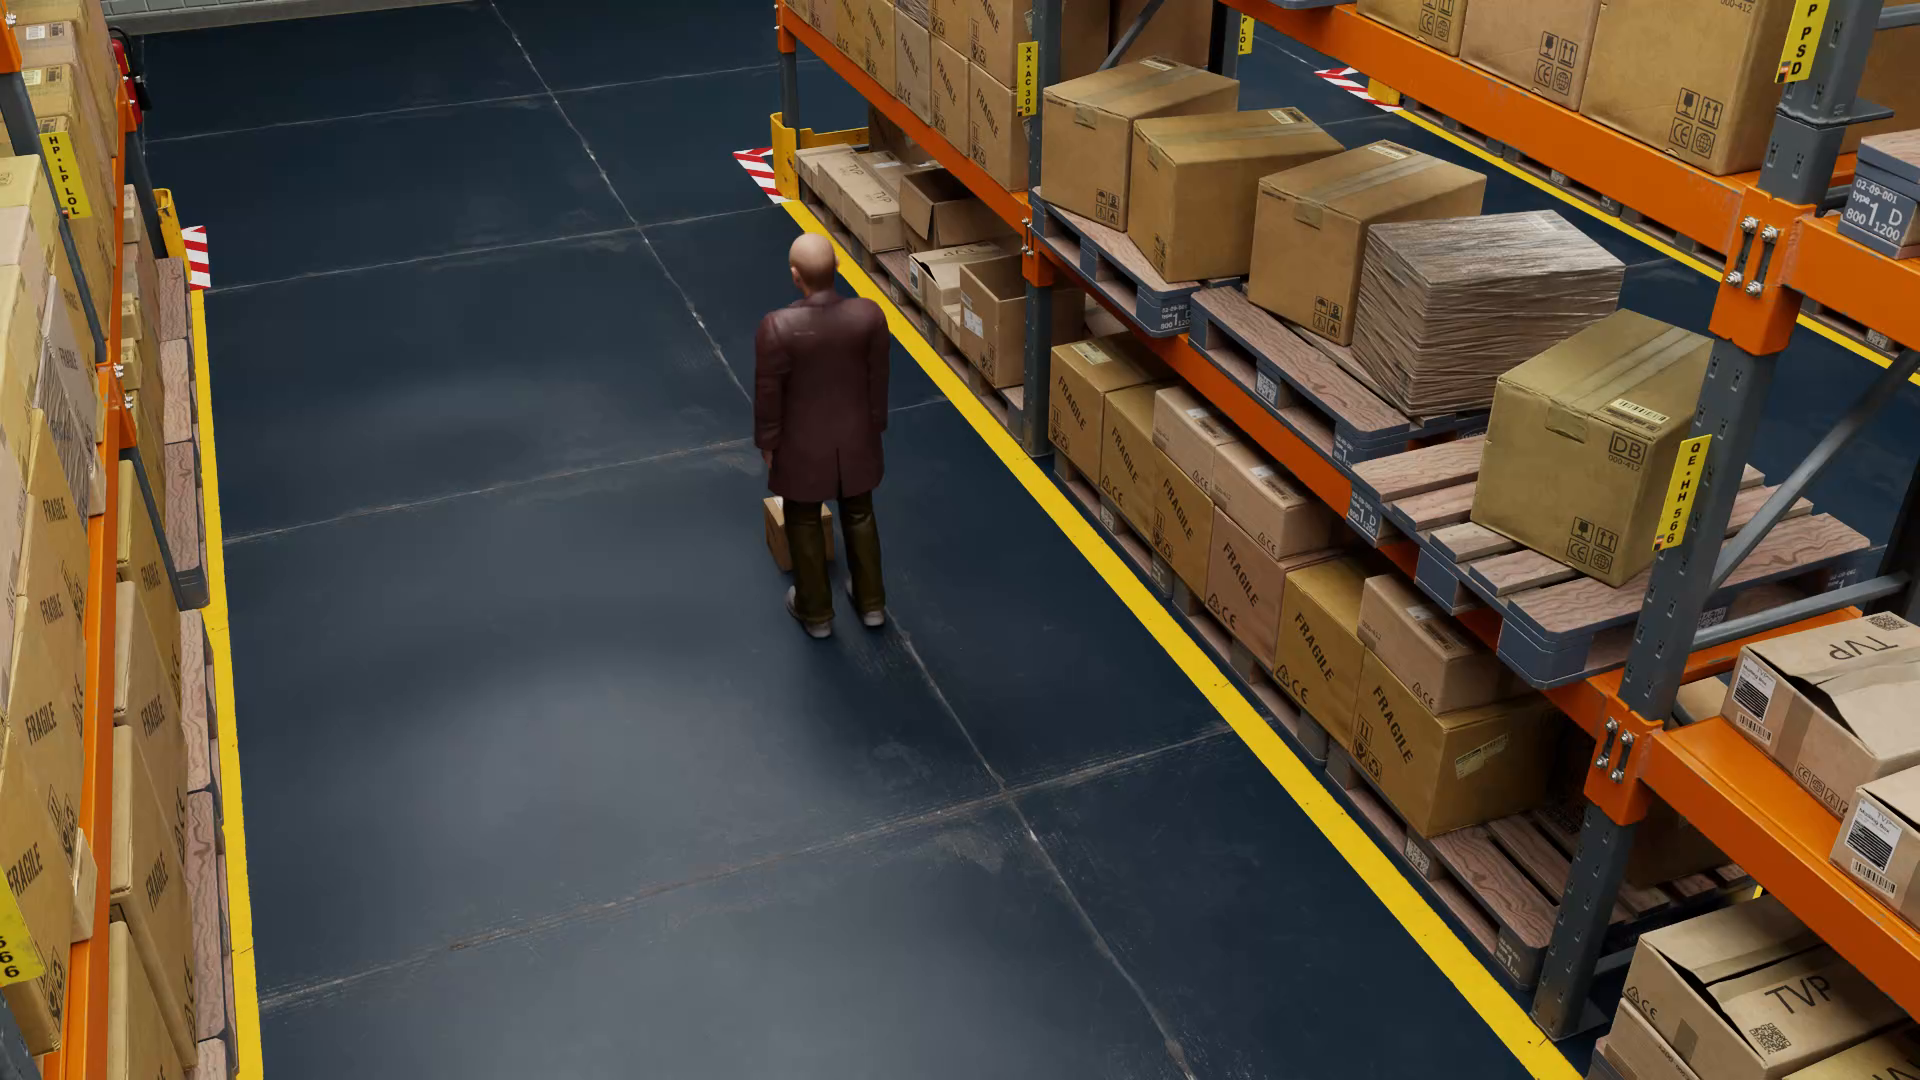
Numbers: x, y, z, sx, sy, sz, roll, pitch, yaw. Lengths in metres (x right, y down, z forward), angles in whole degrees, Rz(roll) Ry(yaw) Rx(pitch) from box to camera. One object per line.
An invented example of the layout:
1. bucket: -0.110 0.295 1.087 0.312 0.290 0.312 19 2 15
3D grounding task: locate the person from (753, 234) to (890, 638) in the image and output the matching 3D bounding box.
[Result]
1. person: -0.568 -0.419 6.811 0.562 1.780 0.380 -12 35 -18
